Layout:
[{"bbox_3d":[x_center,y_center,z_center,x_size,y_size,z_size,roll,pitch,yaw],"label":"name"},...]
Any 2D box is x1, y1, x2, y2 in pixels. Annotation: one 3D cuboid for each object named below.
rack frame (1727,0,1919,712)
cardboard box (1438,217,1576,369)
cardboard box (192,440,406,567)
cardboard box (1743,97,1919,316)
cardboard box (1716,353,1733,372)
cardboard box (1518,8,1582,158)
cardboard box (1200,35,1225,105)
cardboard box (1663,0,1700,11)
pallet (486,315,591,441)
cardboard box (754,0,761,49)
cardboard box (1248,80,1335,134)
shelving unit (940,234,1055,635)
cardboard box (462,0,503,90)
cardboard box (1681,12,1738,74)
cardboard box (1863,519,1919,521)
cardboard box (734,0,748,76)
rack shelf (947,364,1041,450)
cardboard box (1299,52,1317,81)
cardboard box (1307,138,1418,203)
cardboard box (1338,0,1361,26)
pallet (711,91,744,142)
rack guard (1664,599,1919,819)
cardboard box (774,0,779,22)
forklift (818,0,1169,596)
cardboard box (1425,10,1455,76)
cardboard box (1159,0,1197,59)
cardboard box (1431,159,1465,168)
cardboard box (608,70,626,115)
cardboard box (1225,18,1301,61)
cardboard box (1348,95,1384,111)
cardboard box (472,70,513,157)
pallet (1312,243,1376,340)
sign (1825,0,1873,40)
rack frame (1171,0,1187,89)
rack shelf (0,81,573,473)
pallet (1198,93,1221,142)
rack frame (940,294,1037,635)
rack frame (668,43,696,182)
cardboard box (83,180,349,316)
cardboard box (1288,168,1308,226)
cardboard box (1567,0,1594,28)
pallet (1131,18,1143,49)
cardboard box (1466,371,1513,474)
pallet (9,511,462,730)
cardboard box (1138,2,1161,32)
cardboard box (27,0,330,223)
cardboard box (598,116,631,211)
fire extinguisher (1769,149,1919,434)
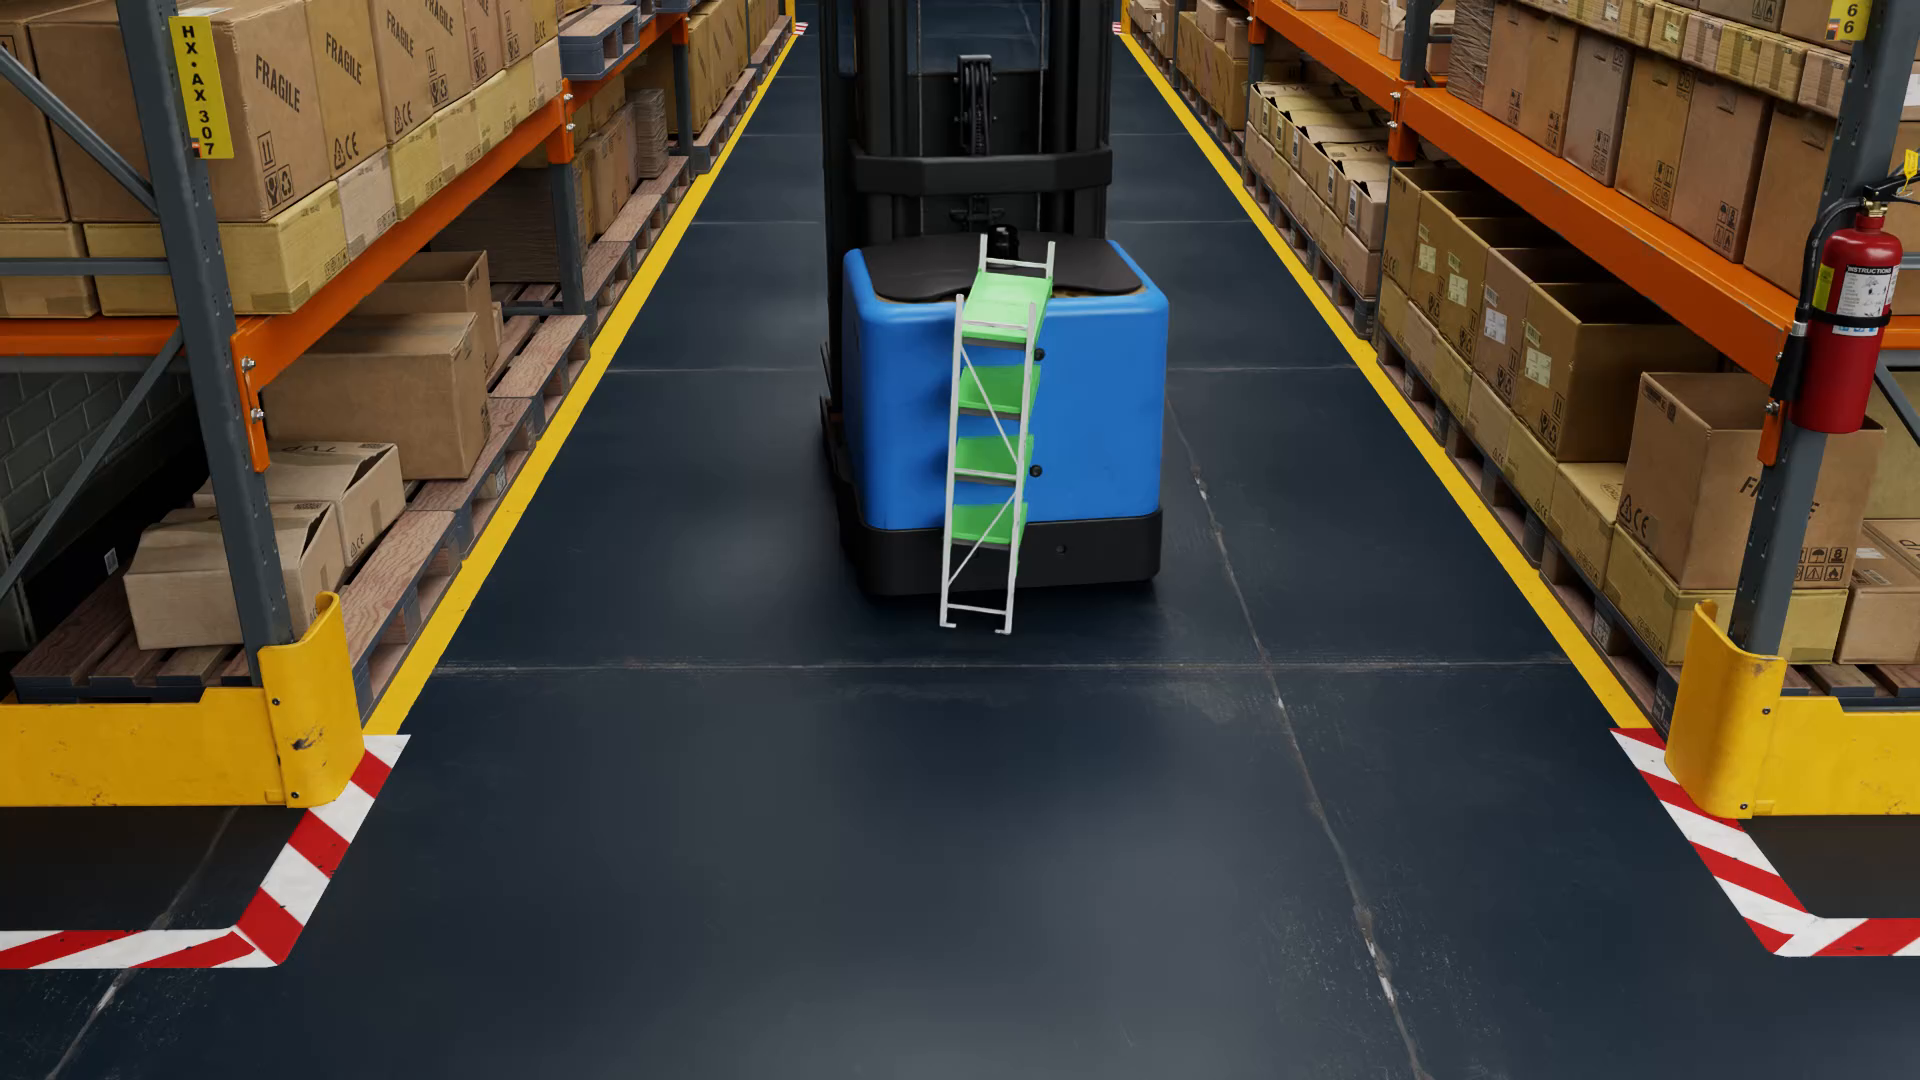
[{"bbox_3d":[2.628,-0.686,4.127,1.000,3.000,0.127,0,24,-1],"label":"rack frame"},{"bbox_3d":[2.287,-1.010,6.760,0.500,0.500,0.500,0,24,-1],"label":"cardboard box"},{"bbox_3d":[-2.249,-0.158,5.688,0.500,0.311,0.500,2,24,4],"label":"cardboard box"},{"bbox_3d":[2.636,-0.924,4.532,0.700,0.500,0.500,0,24,-1],"label":"cardboard box"},{"bbox_3d":[2.819,-0.600,5.854,0.500,0.500,0.500,0,24,-1],"label":"cardboard box"},{"bbox_3d":[2.609,-1.773,6.409,0.700,0.500,0.500,0,24,0],"label":"cardboard box"},{"bbox_3d":[2.279,-3.858,13.639,0.500,0.500,0.500,-1,24,-3],"label":"cardboard box"},{"bbox_3d":[2.618,-1.961,5.251,0.700,0.500,0.500,0,24,0],"label":"cardboard box"},{"bbox_3d":[-2.326,-0.763,7.682,1.003,0.211,1.213,0,24,-1],"label":"pallet"},{"bbox_3d":[-2.364,-5.175,16.576,0.700,0.500,0.500,0,24,-1],"label":"cardboard box"},{"bbox_3d":[2.253,-2.959,11.300,0.500,0.311,0.500,1,24,1],"label":"cardboard box"},{"bbox_3d":[0.118,-0.334,5.456,0.258,1.200,0.503,7,32,6],"label":"shelving unit"},{"bbox_3d":[-2.049,-1.986,6.249,0.500,0.500,0.500,-1,24,-2],"label":"cardboard box"},{"bbox_3d":[2.426,-1.501,5.019,0.380,0.149,0.250,0,24,0],"label":"cardboard box"},{"bbox_3d":[2.835,-0.053,5.553,0.500,0.250,0.500,0,24,-1],"label":"cardboard box"},{"bbox_3d":[-2.319,-4.552,14.773,0.750,0.750,0.750,0,24,0],"label":"cardboard box"},{"bbox_3d":[0.127,-0.483,5.362,0.258,0.148,0.480,7,32,6],"label":"rack shelf"},{"bbox_3d":[2.810,-3.449,12.734,0.500,0.500,0.500,-1,24,-2],"label":"cardboard box"},{"bbox_3d":[2.278,-2.114,9.430,0.500,0.311,0.500,0,24,-1],"label":"cardboard box"},{"bbox_3d":[2.575,-3.337,9.866,0.500,0.500,0.500,-2,24,-3],"label":"cardboard box"},{"bbox_3d":[-2.356,-3.515,13.765,1.003,0.211,1.213,0,24,-1],"label":"pallet"},{"bbox_3d":[2.628,0.463,4.620,1.175,0.500,0.348,0,24,-1],"label":"rack guard"},{"bbox_3d":[-2.392,-6.020,18.443,0.700,0.500,0.500,0,24,-1],"label":"cardboard box"},{"bbox_3d":[-0.012,-1.722,6.500,1.130,2.935,3.031,-3,25,-7],"label":"forklift"},{"bbox_3d":[2.535,-2.469,8.250,0.500,0.250,0.500,1,24,3],"label":"cardboard box"},{"bbox_3d":[2.207,-4.926,16.001,0.500,0.500,0.500,0,24,-1],"label":"cardboard box"},{"bbox_3d":[2.829,-1.906,8.971,0.500,0.311,0.500,-1,24,-1],"label":"cardboard box"},{"bbox_3d":[-2.409,-2.830,10.457,0.500,0.250,0.500,0,24,0],"label":"cardboard box"},{"bbox_3d":[2.291,-3.793,12.586,0.500,0.250,0.500,1,24,1],"label":"cardboard box"},{"bbox_3d":[2.805,-2.748,10.832,0.500,0.311,0.500,-1,24,-1],"label":"cardboard box"},{"bbox_3d":[-2.043,-1.645,6.405,0.500,0.250,0.500,0,24,-1],"label":"cardboard box"},{"bbox_3d":[2.537,-1.367,9.017,1.003,0.211,1.213,0,24,-1],"label":"pallet"},{"bbox_3d":[2.085,-1.325,3.847,0.100,0.325,0.005,0,24,-1],"label":"sign"},{"bbox_3d":[2.497,-5.631,15.060,1.000,3.000,0.127,0,24,-1],"label":"rack frame"},{"bbox_3d":[-2.347,-1.159,6.045,1.077,0.370,4.000,0,24,-1],"label":"rack shelf"},{"bbox_3d":[2.560,-3.521,13.780,1.003,0.211,1.213,0,24,-1],"label":"pallet"},{"bbox_3d":[0.080,-0.207,5.251,0.240,1.200,0.015,7,32,6],"label":"rack frame"},{"bbox_3d":[-2.413,-3.959,11.363,1.000,3.000,0.127,0,24,-1],"label":"rack frame"},{"bbox_3d":[-2.013,-0.805,4.549,0.500,0.250,0.500,-1,24,-2],"label":"cardboard box"},{"bbox_3d":[2.276,-2.071,10.017,0.500,0.250,0.500,0,24,1],"label":"cardboard box"},{"bbox_3d":[2.414,-1.925,5.959,0.380,0.149,0.250,0,24,-1],"label":"cardboard box"},{"bbox_3d":[2.464,-5.649,18.483,1.003,0.211,1.213,0,24,-1],"label":"pallet"},{"bbox_3d":[2.298,-0.462,6.459,0.500,0.250,0.500,0,24,-1],"label":"cardboard box"},{"bbox_3d":[-2.300,0.242,5.459,1.003,0.211,1.213,0,24,-1],"label":"pallet"},{"bbox_3d":[2.187,-5.589,17.771,0.500,0.250,0.500,0,24,-1],"label":"cardboard box"},{"bbox_3d":[-2.030,-1.143,4.384,0.500,0.500,0.500,0,24,0],"label":"cardboard box"},{"bbox_3d":[-2.430,-2.306,10.209,0.700,0.500,0.500,0,24,-1],"label":"cardboard box"},{"bbox_3d":[2.165,-0.600,4.030,0.296,0.674,0.183,0,24,-1],"label":"fire extinguisher"}]
